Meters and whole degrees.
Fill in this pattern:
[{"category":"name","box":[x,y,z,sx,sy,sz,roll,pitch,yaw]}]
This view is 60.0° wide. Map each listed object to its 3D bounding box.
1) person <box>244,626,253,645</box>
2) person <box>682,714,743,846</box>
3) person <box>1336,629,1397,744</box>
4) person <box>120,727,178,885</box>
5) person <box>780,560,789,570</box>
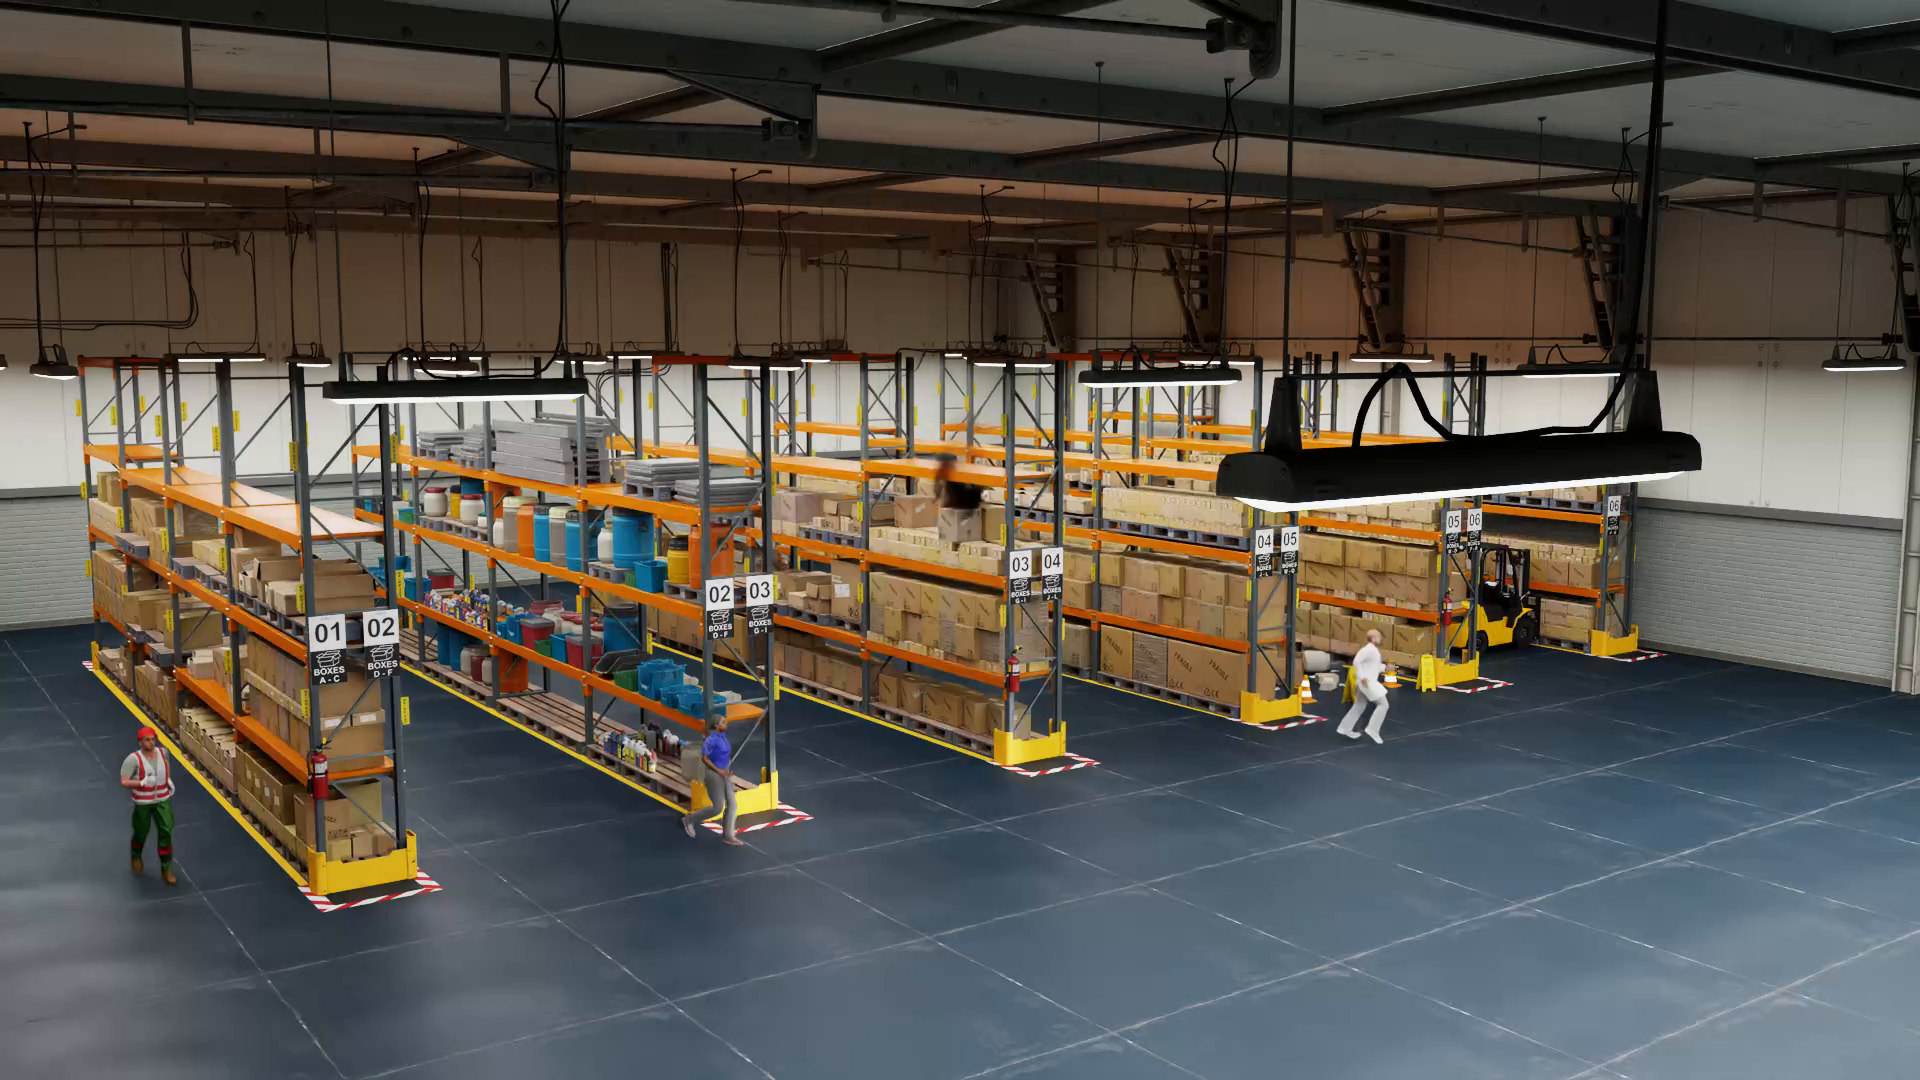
[{"category":"person","box":[-13.517,1.646,31.851,0.556,1.726,0.770,-6,9,-41]},{"category":"person","box":[-3.055,2.998,20.986,0.803,1.602,0.638,2,7,13]},{"category":"person","box":[6.420,2.303,26.184,0.915,1.820,0.632,1,7,6]},{"category":"person","box":[-9.481,3.070,19.438,0.903,1.823,0.660,7,10,43]},{"category":"person","box":[-3.636,1.284,34.512,0.711,1.764,0.923,-6,9,-39]}]
